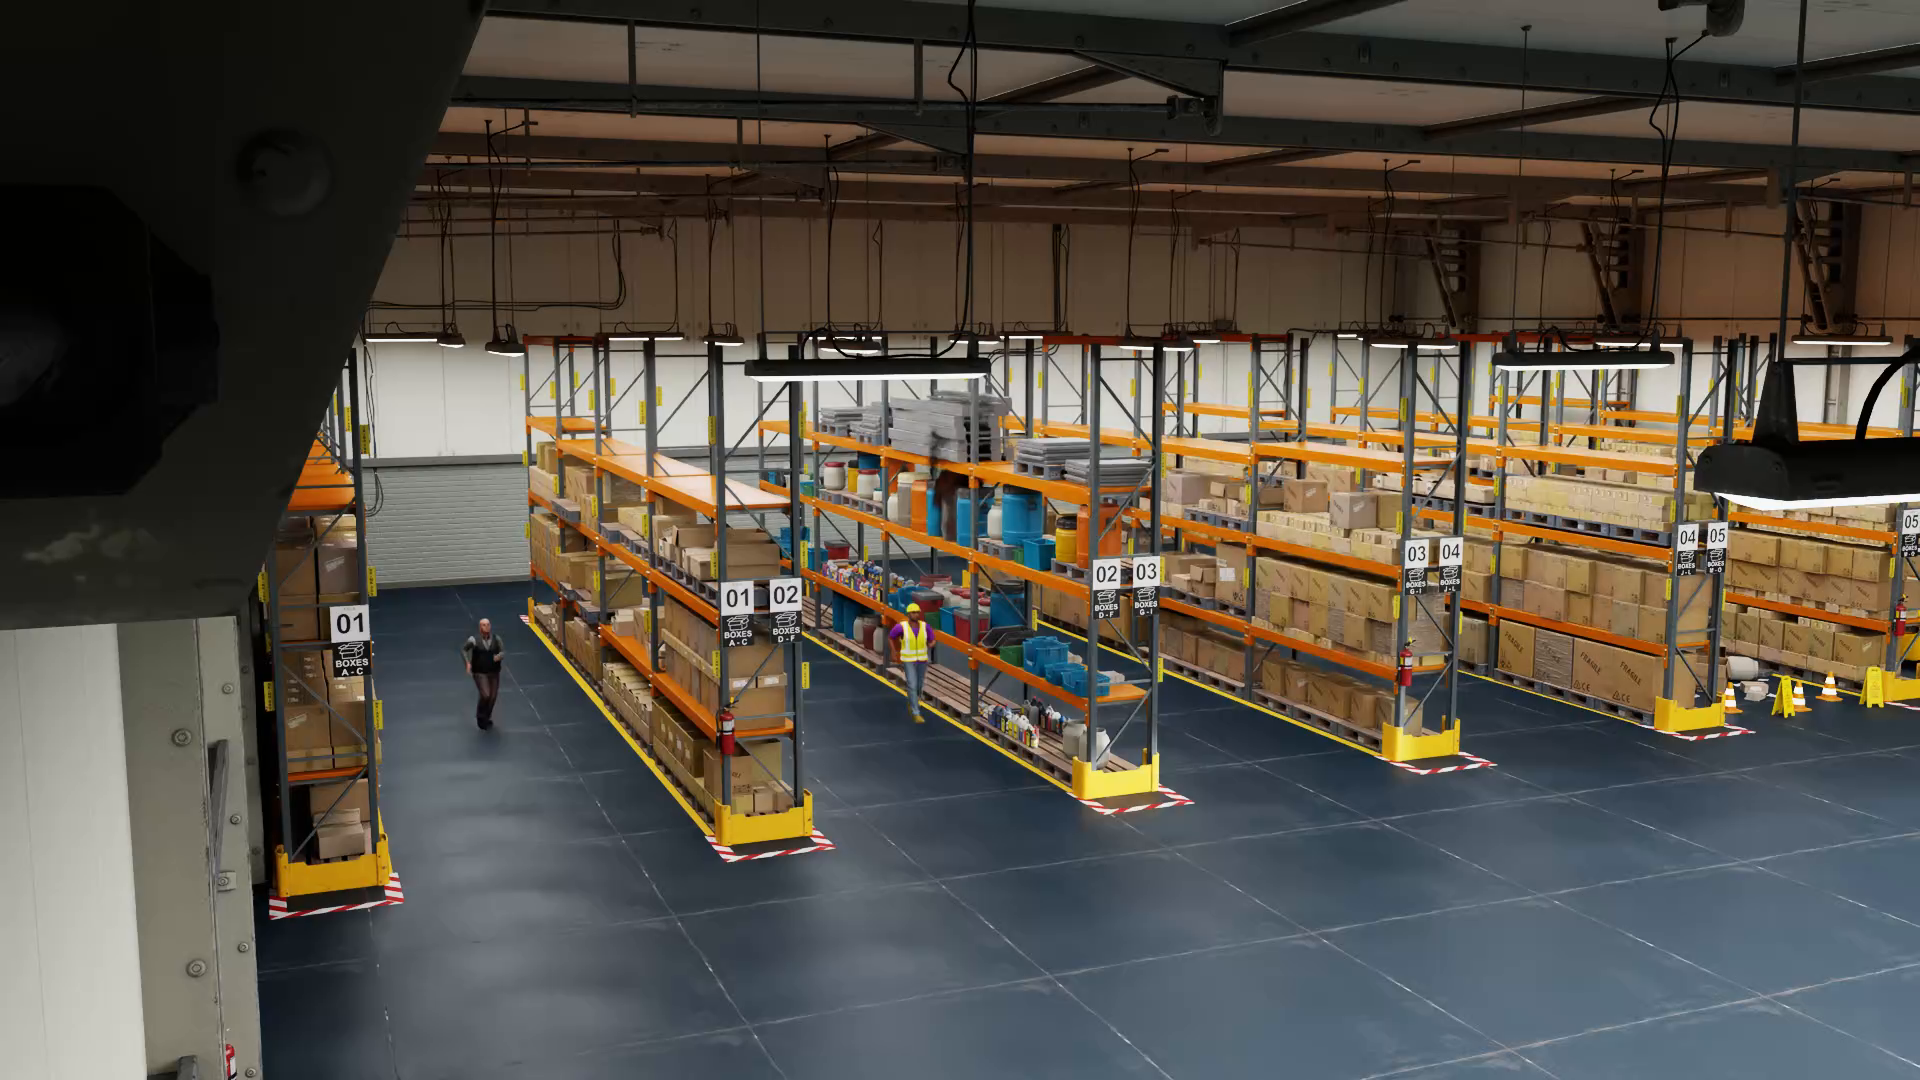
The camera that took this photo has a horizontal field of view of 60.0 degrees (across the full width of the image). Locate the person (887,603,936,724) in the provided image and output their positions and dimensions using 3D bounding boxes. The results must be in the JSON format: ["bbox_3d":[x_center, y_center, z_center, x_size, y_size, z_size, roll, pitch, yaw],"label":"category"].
[{"bbox_3d":[-0.684,1.846,25.037,0.710,1.794,0.905,-3,8,-22],"label":"person"}]

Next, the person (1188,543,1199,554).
[{"bbox_3d":[5.969,-0.170,42.657,0.653,1.686,0.588,-5,9,-34],"label":"person"}]

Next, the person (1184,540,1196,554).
[{"bbox_3d":[5.698,-0.056,41.887,0.780,1.639,0.581,-3,8,-19],"label":"person"}]

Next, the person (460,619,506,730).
[{"bbox_3d":[-7.319,2.073,25.698,0.629,1.720,0.693,-5,9,-35],"label":"person"}]
